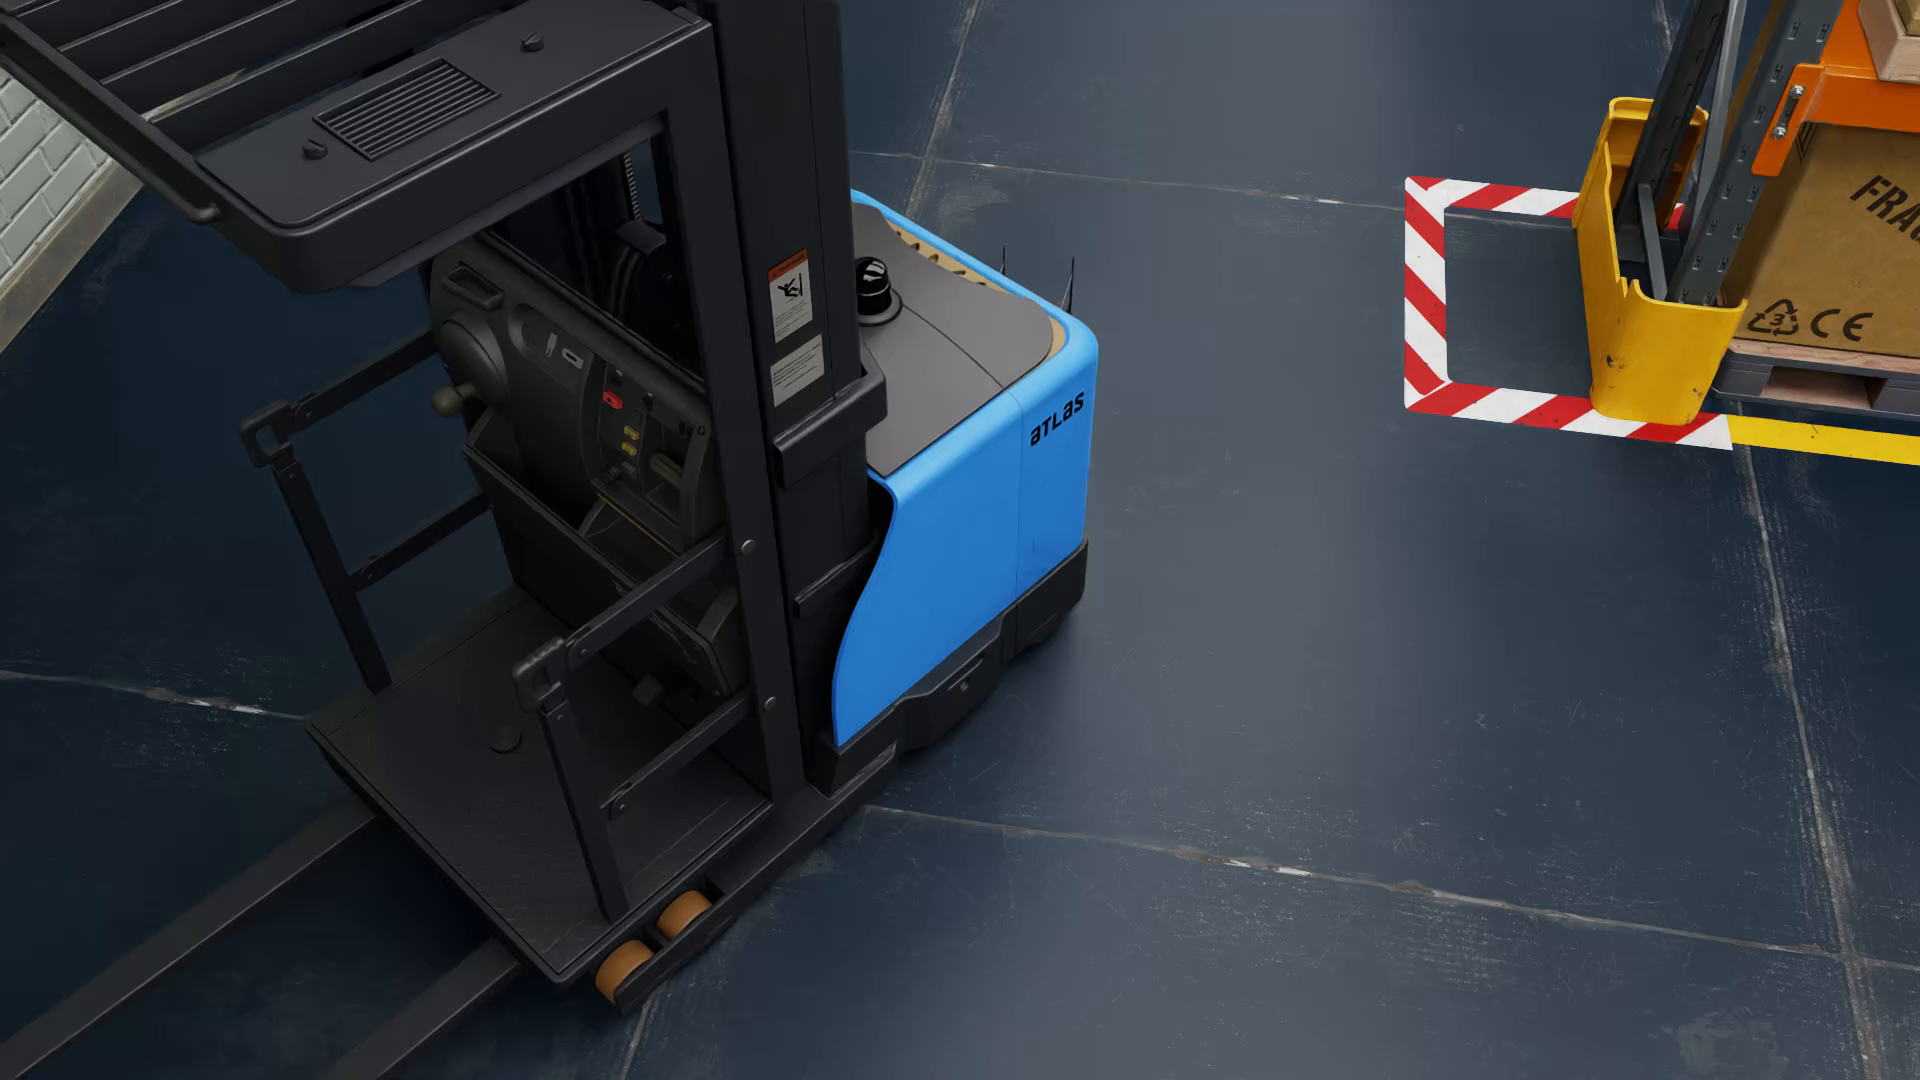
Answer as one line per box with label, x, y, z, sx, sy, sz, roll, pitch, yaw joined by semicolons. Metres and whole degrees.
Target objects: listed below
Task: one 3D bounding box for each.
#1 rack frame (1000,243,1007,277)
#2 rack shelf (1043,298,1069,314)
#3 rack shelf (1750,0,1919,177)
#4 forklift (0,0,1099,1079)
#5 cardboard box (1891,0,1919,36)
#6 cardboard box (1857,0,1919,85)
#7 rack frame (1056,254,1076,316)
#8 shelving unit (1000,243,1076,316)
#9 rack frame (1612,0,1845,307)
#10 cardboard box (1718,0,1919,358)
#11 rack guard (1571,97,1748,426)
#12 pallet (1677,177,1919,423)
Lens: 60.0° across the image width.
rack frame;0.102;-0.472;5.069;0.006;0.900;0.240;11;49;10
rack shelf;0.201;-0.611;4.876;0.200;0.077;0.258;11;49;10
rack shelf;4.406;-1.320;4.904;4.000;0.370;1.077;8;49;7
forklift;-0.999;-0.244;3.499;1.130;2.935;3.031;35;57;27
cardboard box;2.862;-1.614;4.584;0.500;0.250;0.500;7;48;6
cardboard box;2.728;-1.453;4.708;0.250;0.149;0.380;8;49;7
rack frame;0.299;-0.434;5.035;0.006;0.900;0.240;11;49;10
shelving unit;0.201;-0.453;5.052;0.210;0.900;0.258;11;49;10
rack frame;2.438;-1.826;4.874;0.127;3.000;1.000;8;49;7
cardboard box;3.082;-1.230;5.484;0.875;0.875;0.875;8;49;7
rack guard;2.414;-0.993;5.806;0.348;0.500;1.175;8;49;7
pallet;3.238;-0.845;5.867;1.213;0.211;1.003;8;49;7
